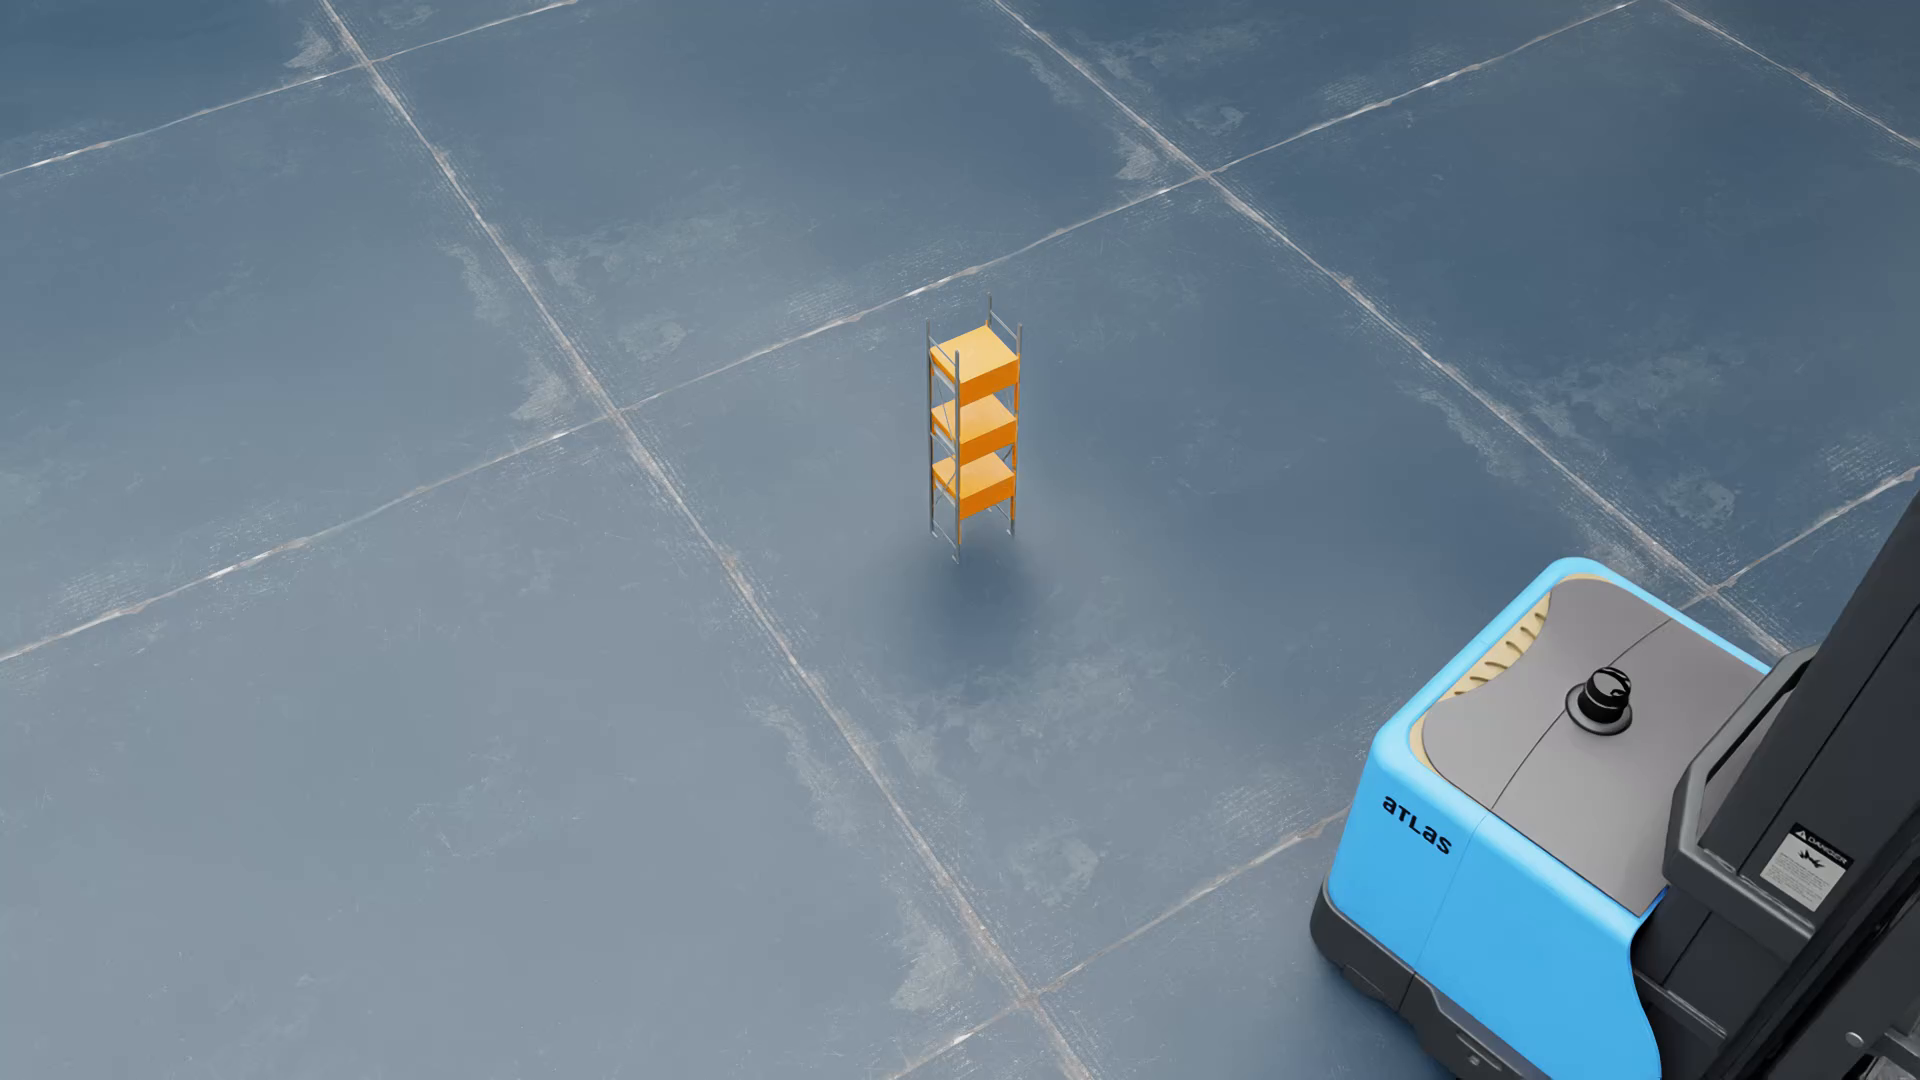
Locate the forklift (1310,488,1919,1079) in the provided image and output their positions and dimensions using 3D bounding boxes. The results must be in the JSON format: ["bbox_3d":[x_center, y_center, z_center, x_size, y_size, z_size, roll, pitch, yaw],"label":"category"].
[{"bbox_3d":[2.461,0.801,3.574,1.130,2.935,3.031,-36,58,-28],"label":"forklift"}]

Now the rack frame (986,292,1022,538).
[{"bbox_3d":[0.148,-0.419,5.920,0.008,1.050,0.200,-25,53,-21],"label":"rack frame"}]

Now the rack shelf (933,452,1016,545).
[{"bbox_3d":[0.045,-0.179,6.092,0.240,0.259,0.215,-25,53,-21],"label":"rack shelf"}]

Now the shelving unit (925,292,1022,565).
[{"bbox_3d":[0.045,-0.370,5.877,0.252,1.050,0.215,-25,53,-21],"label":"shelving unit"}]

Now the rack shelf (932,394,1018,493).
[{"bbox_3d":[0.045,-0.363,5.885,0.240,0.259,0.215,-25,53,-21],"label":"rack shelf"}]

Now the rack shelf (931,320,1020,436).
[{"bbox_3d":[0.045,-0.552,5.673,0.240,0.259,0.215,-25,53,-21],"label":"rack shelf"}]

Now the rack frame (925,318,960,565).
[{"bbox_3d":[-0.058,-0.322,5.834,0.008,1.050,0.200,-25,53,-21],"label":"rack frame"}]
